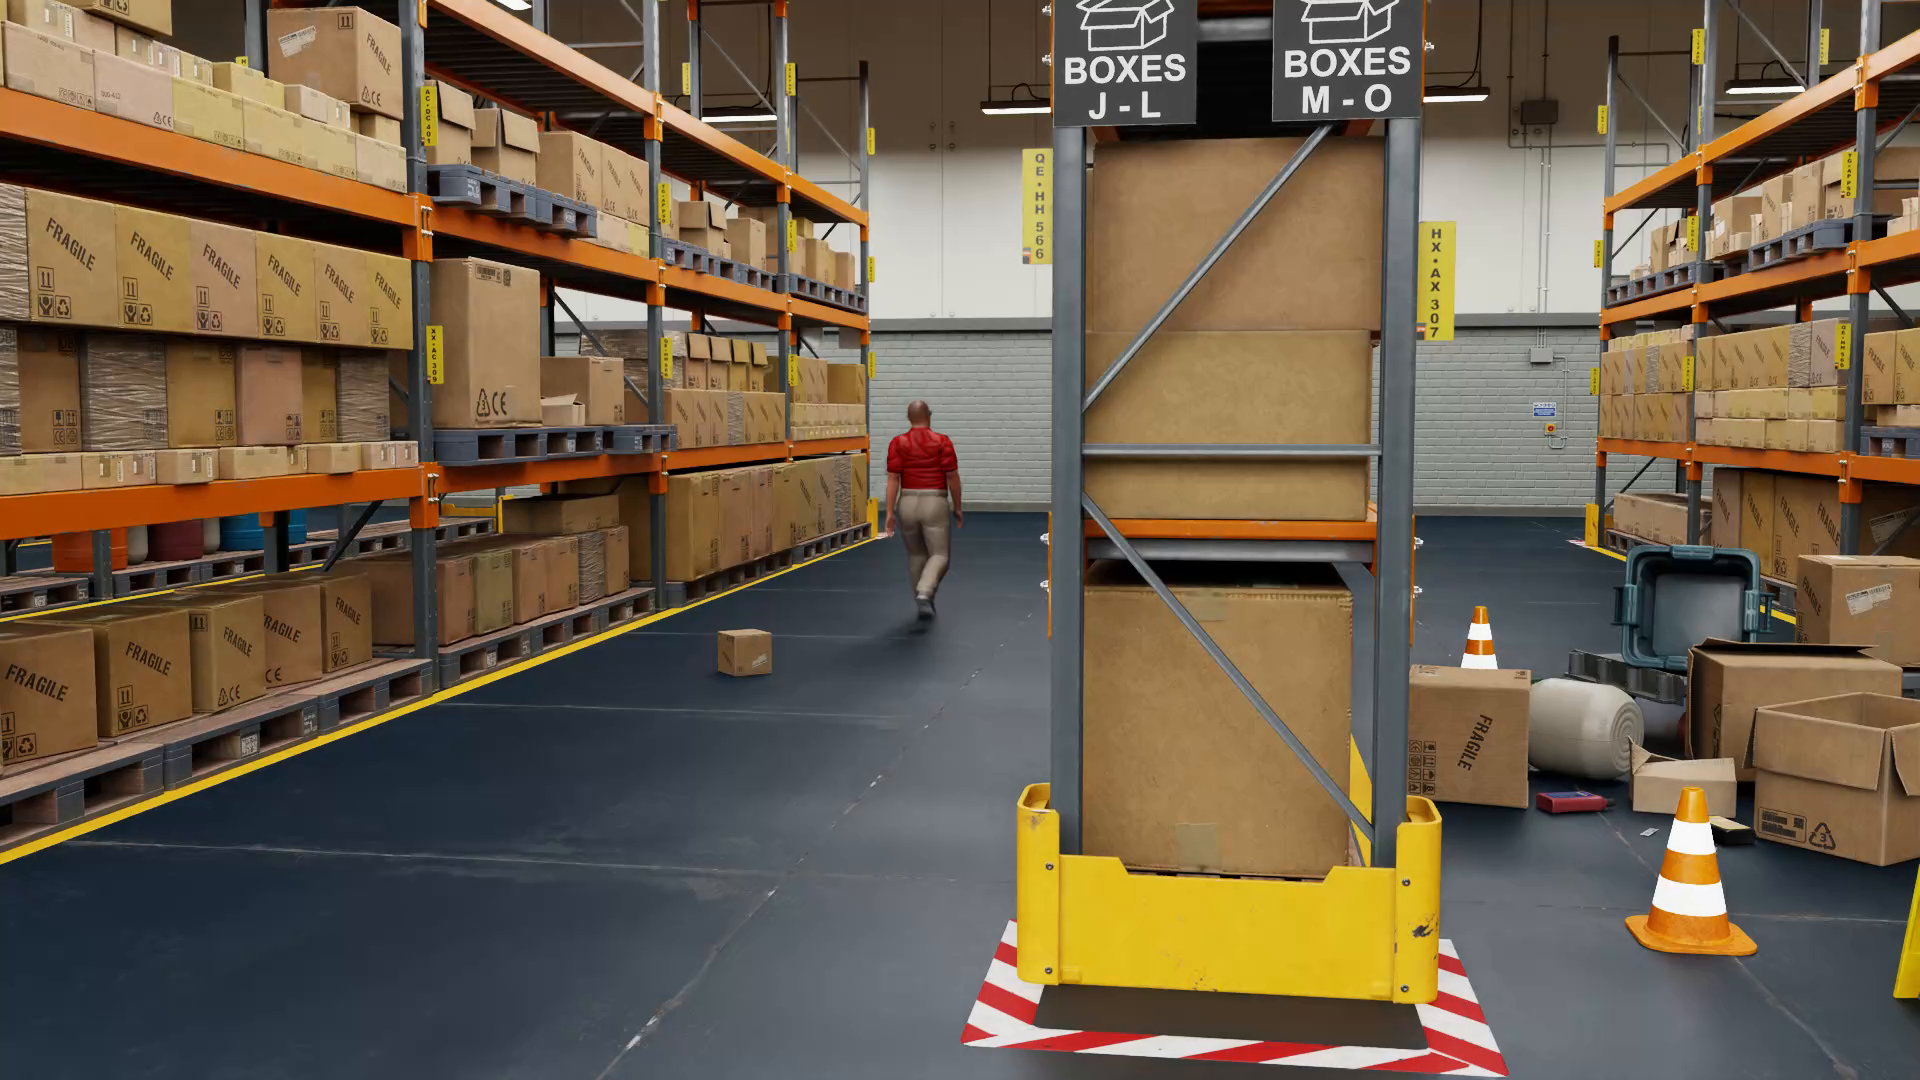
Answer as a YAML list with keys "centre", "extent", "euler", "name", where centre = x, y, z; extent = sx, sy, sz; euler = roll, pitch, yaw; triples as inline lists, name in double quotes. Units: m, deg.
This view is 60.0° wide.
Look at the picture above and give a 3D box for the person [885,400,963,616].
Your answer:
- centre: [-0.269, -0.228, 12.681]
  extent: [0.553, 1.676, 0.969]
  euler: [1, 5, 15]
  name: "person"
